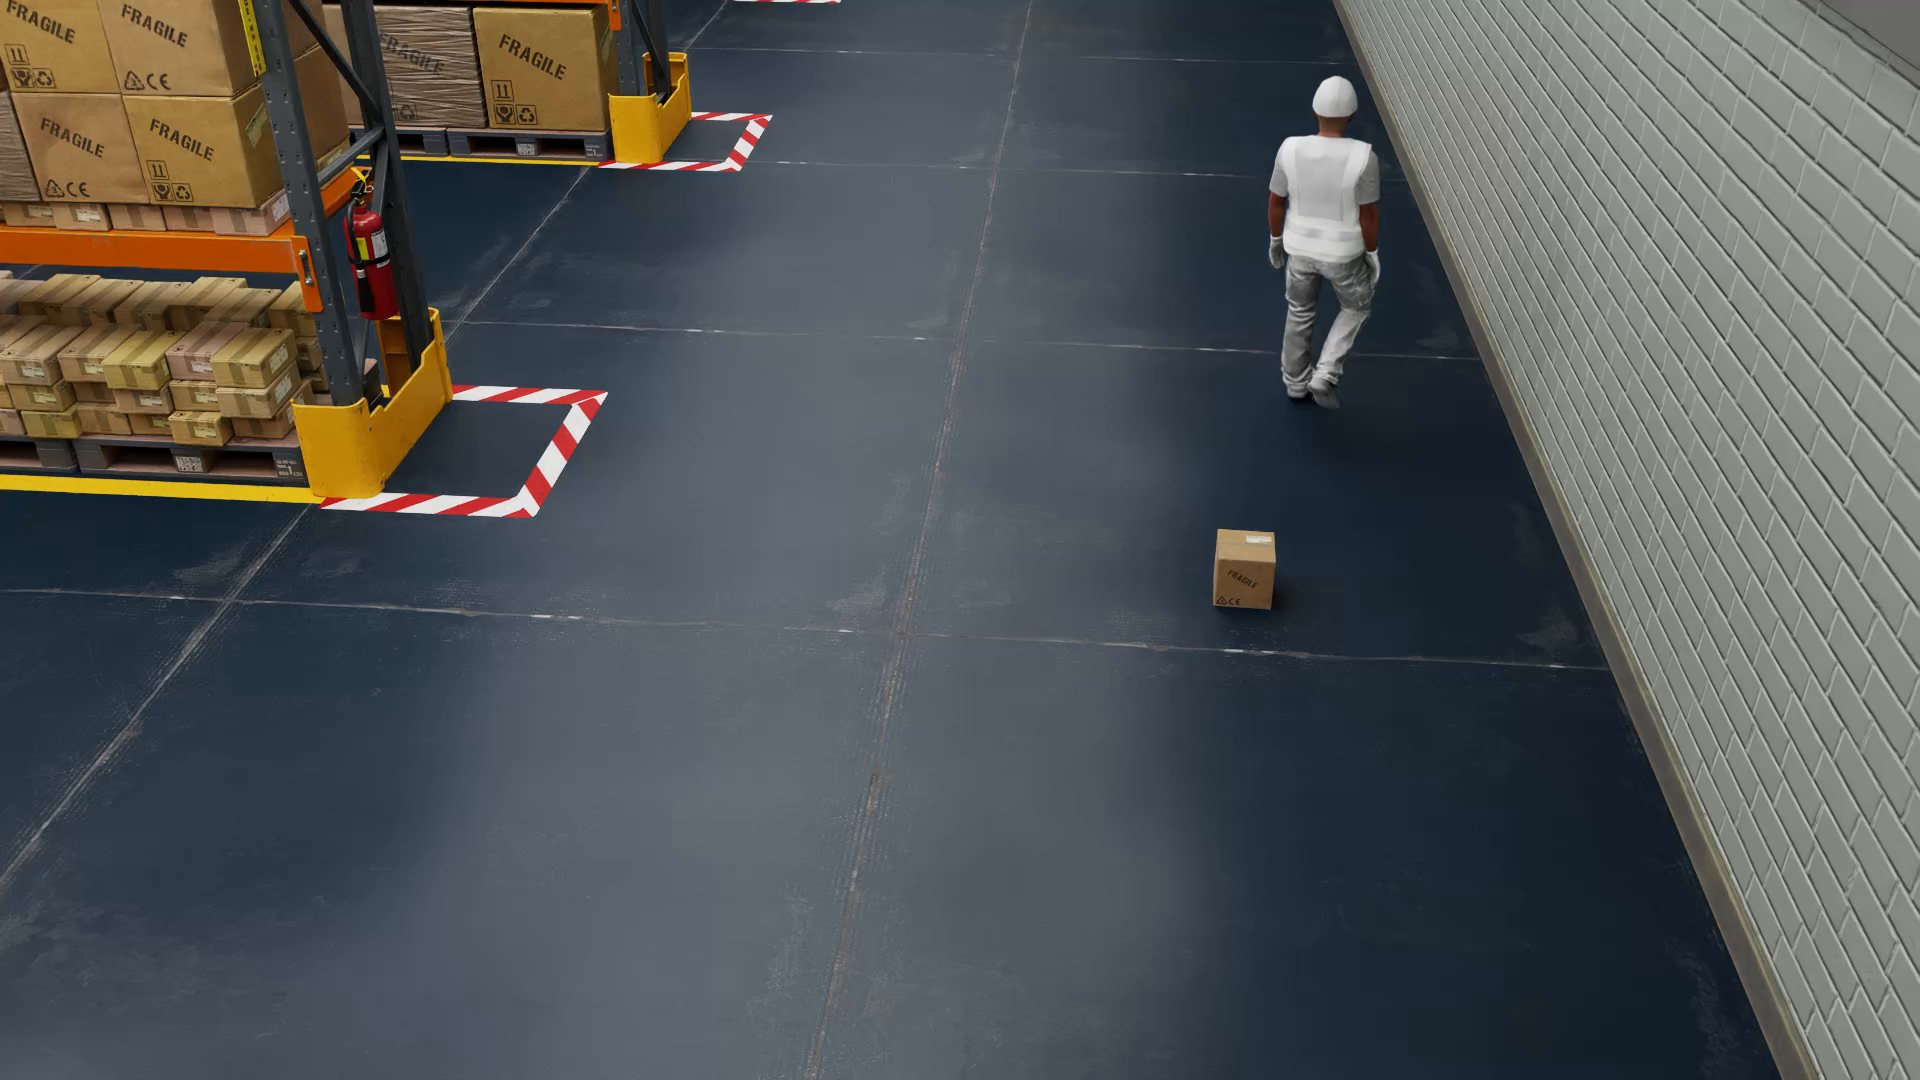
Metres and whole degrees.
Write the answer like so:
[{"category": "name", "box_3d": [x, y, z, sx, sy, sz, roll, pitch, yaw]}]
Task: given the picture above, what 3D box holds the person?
[{"category": "person", "box_3d": [1.873, -1.501, 8.501, 0.600, 1.781, 0.634, 16, 35, 23]}]
